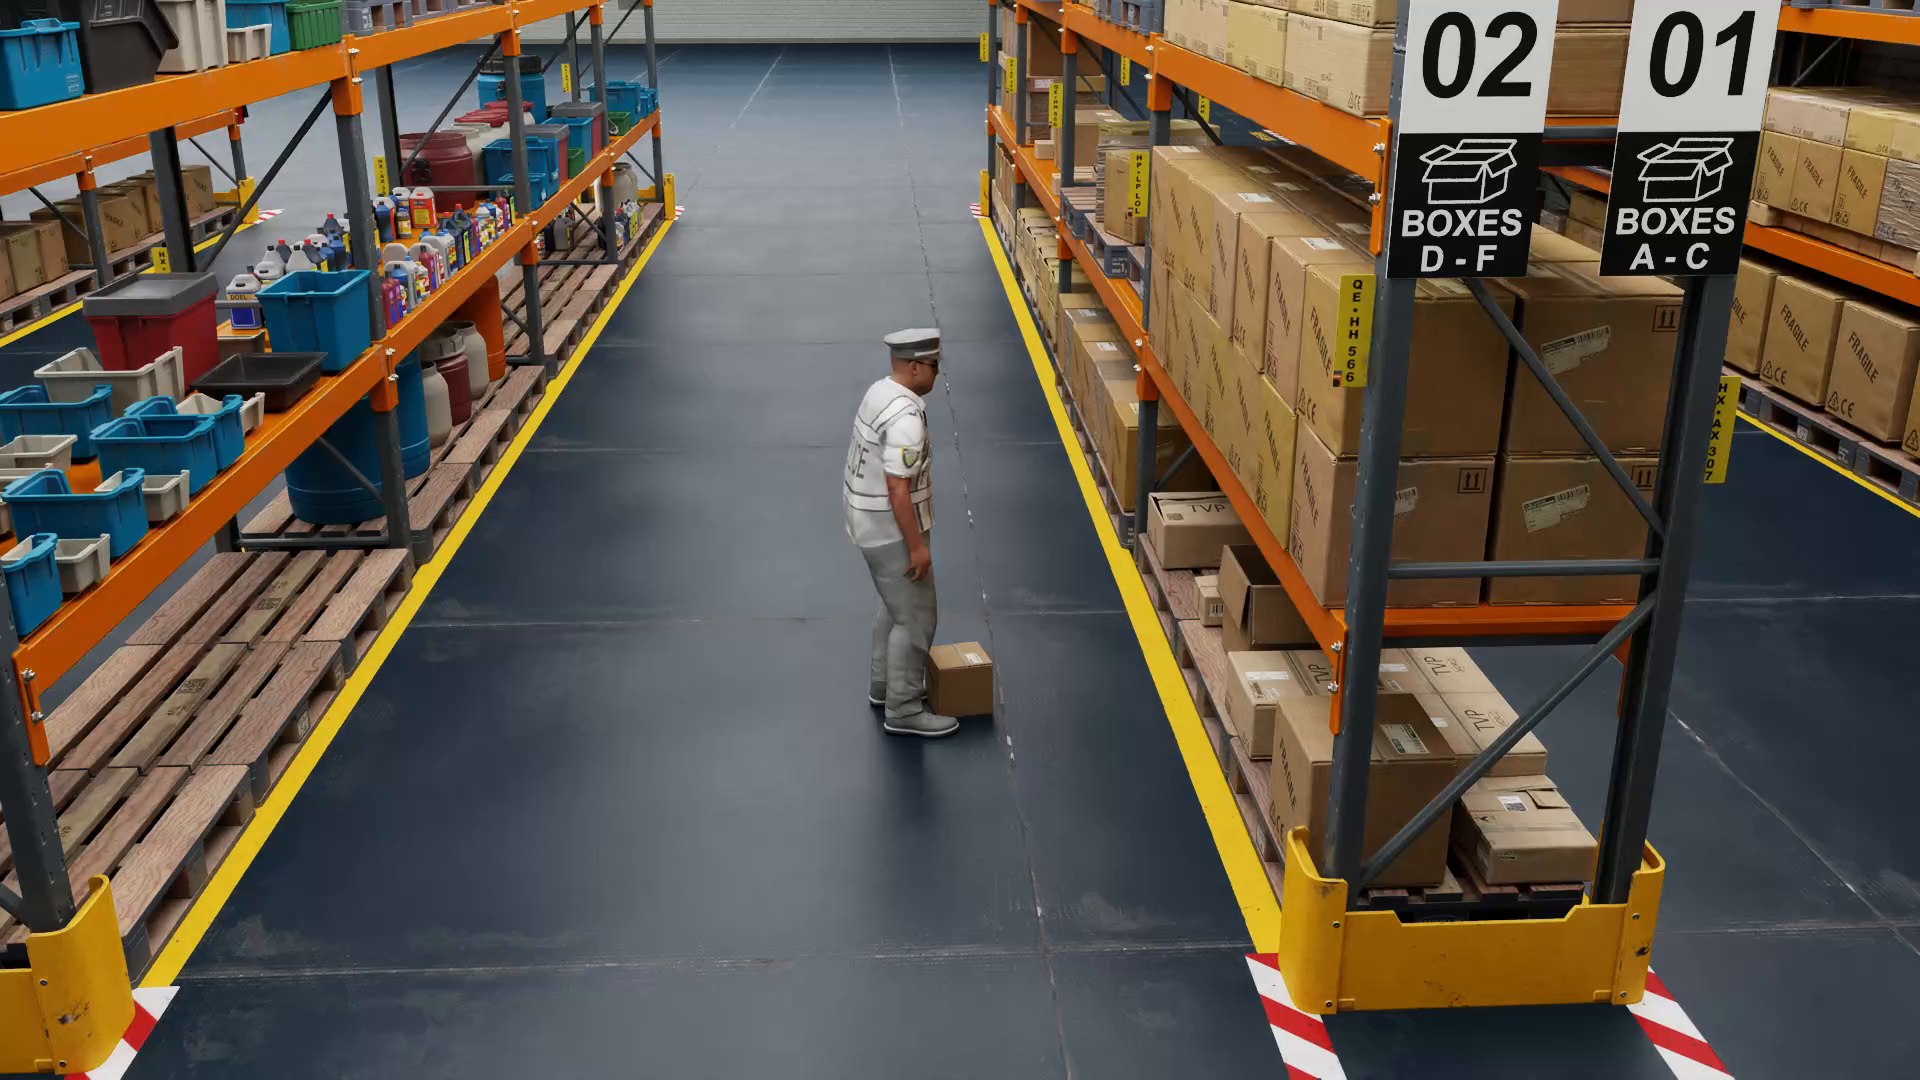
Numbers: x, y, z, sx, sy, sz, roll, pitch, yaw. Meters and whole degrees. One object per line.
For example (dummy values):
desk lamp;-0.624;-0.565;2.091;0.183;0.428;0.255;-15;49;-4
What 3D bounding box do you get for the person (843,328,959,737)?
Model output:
person;-0.270;-0.043;7.181;0.439;1.747;0.585;-5;21;-12
